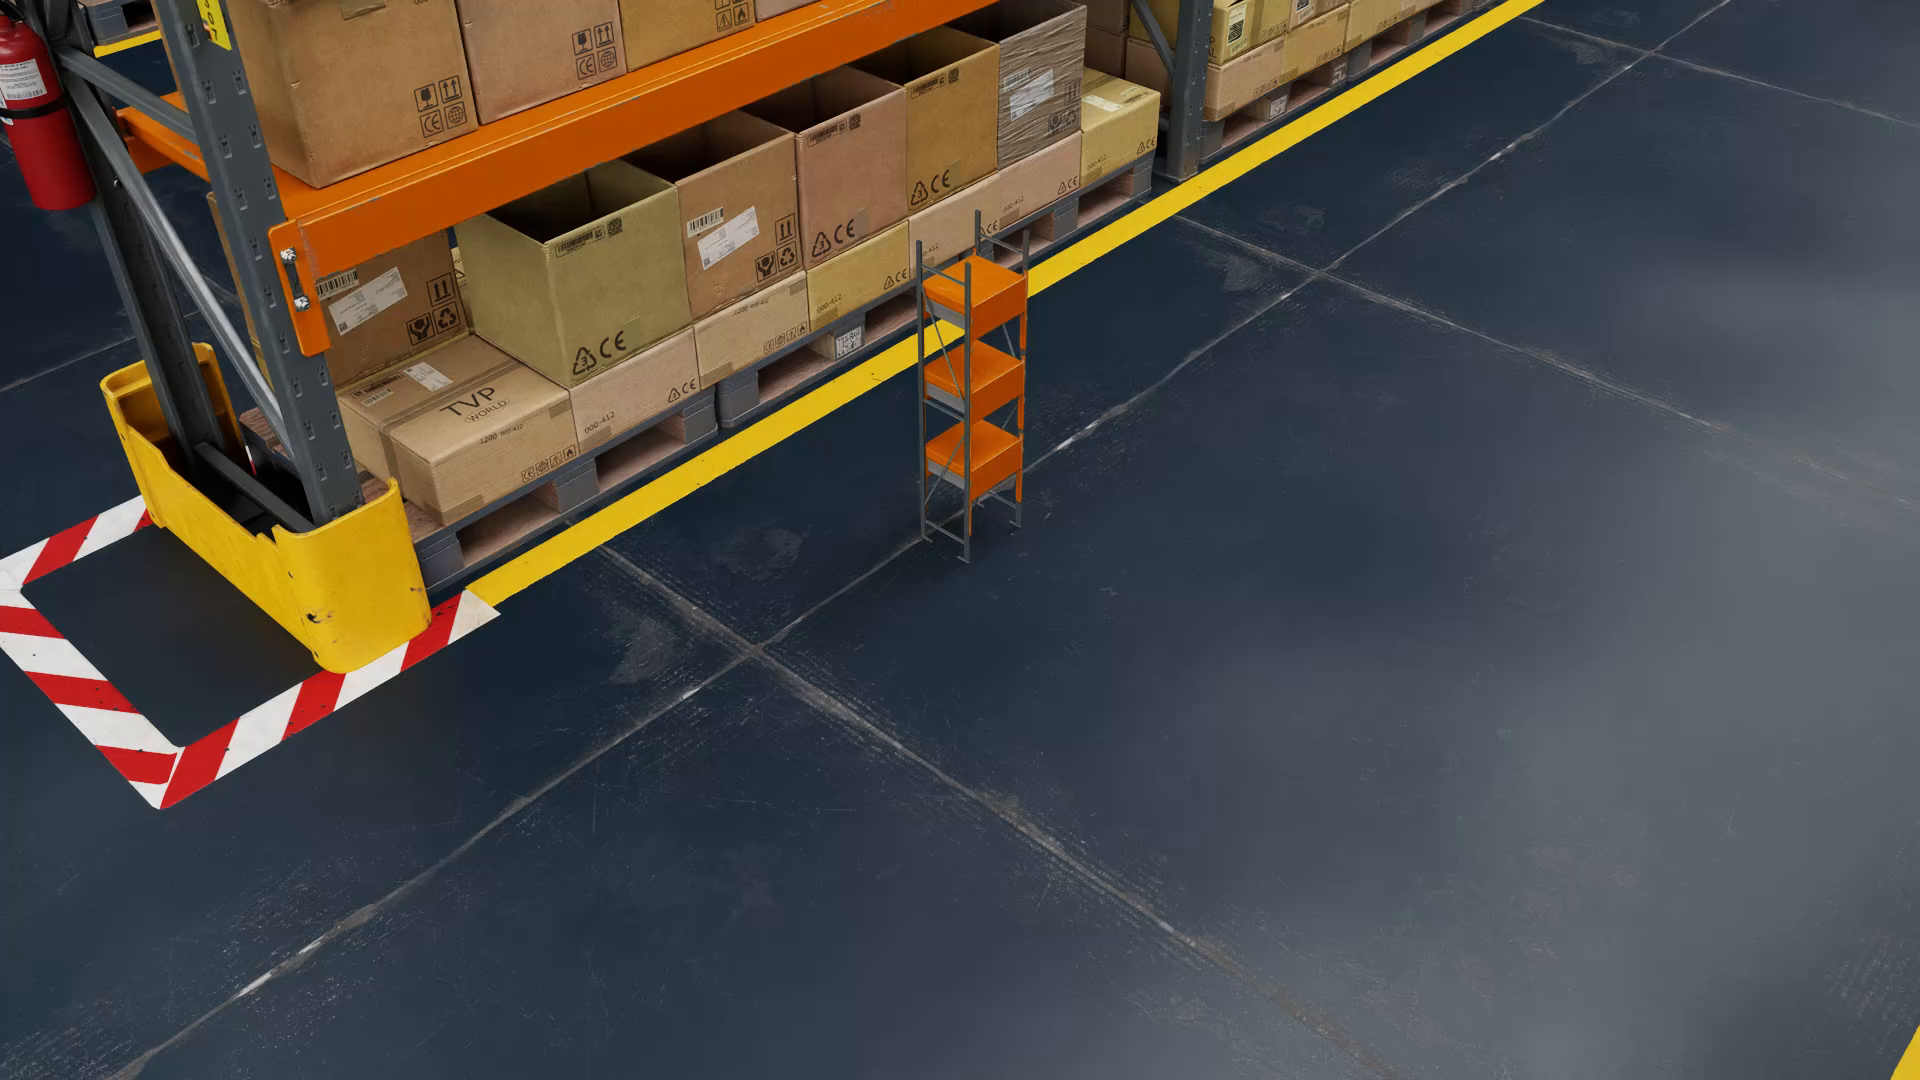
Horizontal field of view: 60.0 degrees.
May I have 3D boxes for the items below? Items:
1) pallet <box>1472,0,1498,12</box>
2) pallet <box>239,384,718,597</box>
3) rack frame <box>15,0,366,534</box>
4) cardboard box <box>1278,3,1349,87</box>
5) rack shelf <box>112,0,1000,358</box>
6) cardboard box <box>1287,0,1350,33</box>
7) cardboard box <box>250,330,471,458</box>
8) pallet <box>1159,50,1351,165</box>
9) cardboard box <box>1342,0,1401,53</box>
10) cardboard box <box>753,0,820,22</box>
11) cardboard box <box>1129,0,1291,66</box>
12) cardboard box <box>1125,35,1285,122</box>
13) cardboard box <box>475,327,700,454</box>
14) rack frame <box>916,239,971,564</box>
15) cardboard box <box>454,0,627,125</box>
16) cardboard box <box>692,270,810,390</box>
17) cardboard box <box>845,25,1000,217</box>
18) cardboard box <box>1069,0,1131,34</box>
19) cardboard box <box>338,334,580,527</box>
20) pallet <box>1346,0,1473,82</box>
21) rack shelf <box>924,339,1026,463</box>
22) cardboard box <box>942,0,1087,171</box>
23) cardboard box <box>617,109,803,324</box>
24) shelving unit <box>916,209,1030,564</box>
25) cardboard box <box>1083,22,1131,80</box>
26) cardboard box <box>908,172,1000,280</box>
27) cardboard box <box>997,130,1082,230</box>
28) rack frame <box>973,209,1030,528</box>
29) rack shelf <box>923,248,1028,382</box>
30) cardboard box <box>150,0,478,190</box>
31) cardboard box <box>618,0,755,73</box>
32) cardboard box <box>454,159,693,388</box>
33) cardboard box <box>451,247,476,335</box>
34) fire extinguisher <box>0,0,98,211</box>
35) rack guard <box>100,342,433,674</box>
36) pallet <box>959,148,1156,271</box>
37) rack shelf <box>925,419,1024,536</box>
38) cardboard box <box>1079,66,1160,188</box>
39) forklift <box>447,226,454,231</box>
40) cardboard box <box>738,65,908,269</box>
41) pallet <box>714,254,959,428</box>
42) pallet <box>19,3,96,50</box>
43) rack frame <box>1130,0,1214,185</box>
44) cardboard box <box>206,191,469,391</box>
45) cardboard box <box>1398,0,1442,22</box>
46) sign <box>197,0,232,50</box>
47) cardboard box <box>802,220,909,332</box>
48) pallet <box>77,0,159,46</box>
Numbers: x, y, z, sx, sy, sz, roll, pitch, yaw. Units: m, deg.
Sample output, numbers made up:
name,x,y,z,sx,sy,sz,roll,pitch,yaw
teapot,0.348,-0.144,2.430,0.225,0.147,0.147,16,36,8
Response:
name,x,y,z,sx,sy,sz,roll,pitch,yaw
pallet,2.740,-3.331,9.269,1.003,0.211,1.213,30,47,32
pallet,-1.588,-0.387,5.566,1.003,0.211,1.213,30,47,32
rack frame,-2.073,-1.109,4.235,1.000,3.000,0.127,30,47,32
cardboard box,1.427,-2.350,7.668,0.500,0.250,0.500,31,48,33
rack shelf,-0.724,-1.746,5.614,1.077,0.370,4.000,30,47,32
cardboard box,1.430,-2.567,7.490,0.500,0.311,0.500,29,47,31
cardboard box,-1.929,-0.568,5.426,0.500,0.250,0.500,30,47,32
pallet,1.094,-2.210,7.860,1.003,0.211,1.213,30,47,32
cardboard box,1.774,-2.589,7.968,0.500,0.250,0.500,28,46,31
cardboard box,-0.706,-2.070,5.362,0.700,0.500,0.500,31,48,33
cardboard box,1.088,-2.340,7.203,0.500,0.311,0.500,30,47,32
cardboard box,1.081,-2.116,7.373,0.500,0.250,0.500,28,47,31
cardboard box,-1.212,-0.581,5.443,0.500,0.250,0.500,30,47,32
rack frame,-0.046,-0.379,4.884,0.200,1.050,0.008,30,47,32
cardboard box,-1.398,-1.601,4.772,0.700,0.500,0.500,31,48,33
cardboard box,-0.875,-0.811,5.732,0.500,0.250,0.500,30,47,32
cardboard box,-0.206,-1.567,6.080,0.500,0.500,0.500,30,47,32
cardboard box,0.687,-2.561,7.482,0.500,0.311,0.500,30,47,32
cardboard box,-1.547,-0.350,5.152,0.500,0.250,0.500,30,47,32
pallet,1.917,-2.773,8.568,1.003,0.211,1.213,30,47,32
rack shelf,0.036,-0.427,4.961,0.215,0.259,0.240,30,47,32
cardboard box,0.128,-1.799,6.371,0.500,0.500,0.500,30,47,32
cardboard box,-0.883,-1.109,5.504,0.500,0.500,0.500,30,47,32
shelving unit,0.036,-0.435,4.954,0.215,1.050,0.252,30,47,32
cardboard box,0.691,-2.347,7.663,0.500,0.250,0.500,29,47,31
cardboard box,-0.197,-1.269,6.307,0.500,0.250,0.500,30,47,32
cardboard box,0.130,-1.504,6.604,0.500,0.250,0.500,30,47,32
rack frame,0.118,-0.492,5.025,0.200,1.050,0.008,30,47,32
rack shelf,0.036,-0.649,4.784,0.215,0.259,0.240,30,47,32
cardboard box,-1.748,-1.357,4.466,0.700,0.500,0.500,30,47,32
cardboard box,-1.059,-1.826,5.056,0.700,0.500,0.500,30,47,32
cardboard box,-1.211,-0.874,5.209,0.500,0.500,0.500,30,47,32
cardboard box,-1.601,-0.802,5.721,0.500,0.250,0.500,30,47,32
fire extinguisher,-2.496,-1.219,4.436,0.296,0.674,0.183,30,47,32
rack guard,-2.089,-0.120,4.999,1.175,0.500,0.348,30,47,32
pallet,0.058,-1.508,6.976,1.003,0.211,1.213,30,47,32
rack shelf,0.036,-0.210,5.134,0.215,0.259,0.240,30,47,32
cardboard box,0.474,-1.730,6.887,0.500,0.250,0.500,30,47,32
forklift,-1.890,-3.259,6.993,1.130,2.935,3.031,19,42,22
cardboard box,-0.533,-1.332,5.784,0.500,0.500,0.500,30,47,32
pallet,-0.765,-0.944,6.268,1.003,0.211,1.213,30,47,32
pallet,-5.107,-2.489,8.211,1.003,0.211,1.213,30,47,32
rack frame,0.626,-2.947,6.546,1.000,3.000,0.127,30,47,32
cardboard box,-1.931,-0.862,5.193,0.500,0.500,0.500,30,47,32
cardboard box,2.118,-2.823,8.262,0.500,0.250,0.500,31,48,33
sign,-1.667,-1.243,3.644,0.100,0.325,0.005,30,47,32
cardboard box,-0.534,-1.039,6.018,0.500,0.250,0.500,30,47,32
pallet,-4.283,-3.047,8.912,1.003,0.211,1.213,30,47,32
